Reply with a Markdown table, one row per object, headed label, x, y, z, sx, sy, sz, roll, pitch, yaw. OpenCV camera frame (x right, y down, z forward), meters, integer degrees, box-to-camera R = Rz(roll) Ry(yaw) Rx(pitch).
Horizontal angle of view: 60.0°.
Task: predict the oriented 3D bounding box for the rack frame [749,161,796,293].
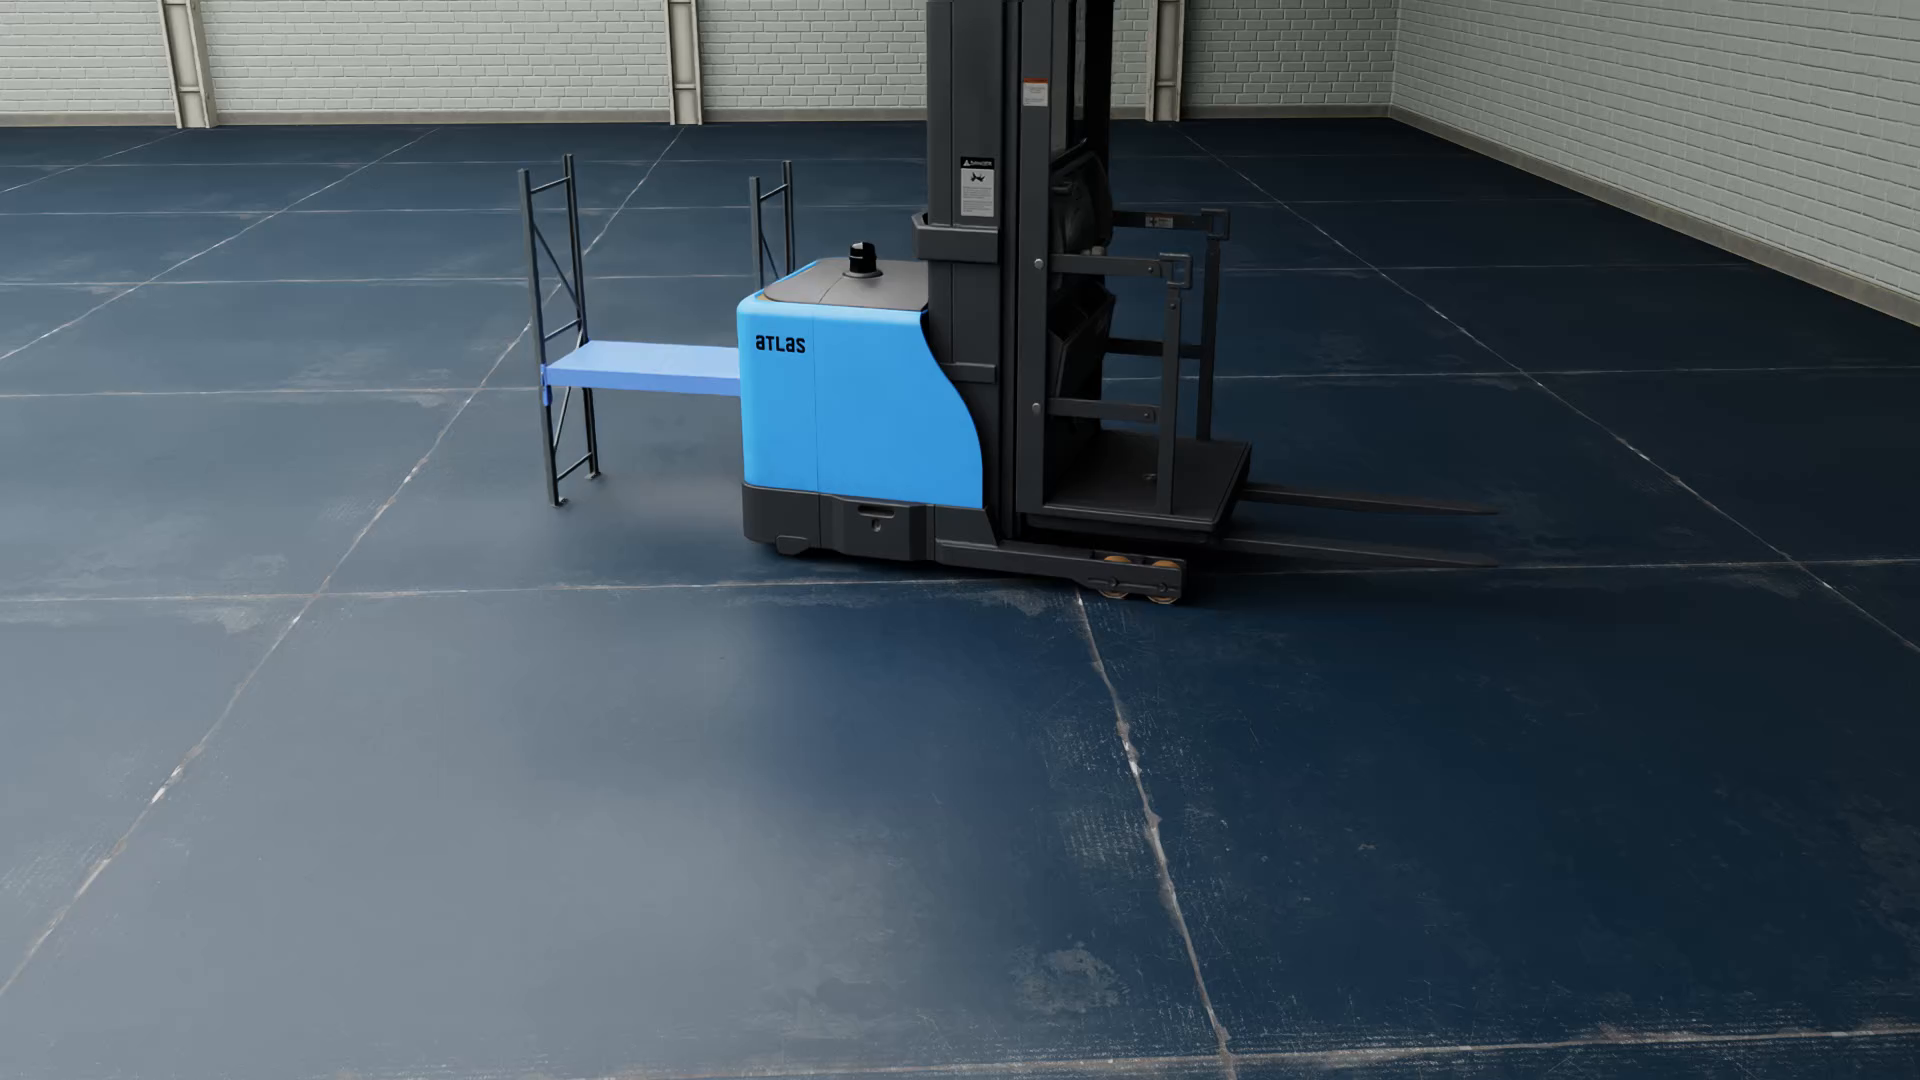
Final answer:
| label | x | y | z | sx | sy | sz | roll | pitch | yaw |
| --- | --- | --- | --- | --- | --- | --- | --- | --- | --- |
| rack frame | -0.797 | -0.866 | 7.288 | 0.032 | 1.500 | 0.500 | 4 | 21 | 11 |

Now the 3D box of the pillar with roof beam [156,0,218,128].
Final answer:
| label | x | y | z | sx | sy | sz | roll | pitch | yaw |
| --- | --- | --- | --- | --- | --- | --- | --- | --- | --- |
| pillar with roof beam | -9.159 | -7.781 | 14.911 | 0.400 | 9.000 | 9.100 | -1 | 21 | -3 |

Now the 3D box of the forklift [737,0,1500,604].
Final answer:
| label | x | y | z | sx | sy | sz | roll | pitch | yaw |
| --- | --- | --- | --- | --- | --- | --- | --- | --- | --- |
| forklift | 0.668 | -1.331 | 6.498 | 3.031 | 2.935 | 1.130 | 6 | 22 | 15 |

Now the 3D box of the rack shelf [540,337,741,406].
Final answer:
| label | x | y | z | sx | sy | sz | roll | pitch | yaw |
| --- | --- | --- | --- | --- | --- | --- | --- | --- | --- |
| rack shelf | -1.296 | -0.734 | 7.446 | 1.000 | 0.185 | 0.538 | 4 | 21 | 11 |

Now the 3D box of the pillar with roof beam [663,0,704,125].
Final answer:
| label | x | y | z | sx | sy | sz | roll | pitch | yaw |
| --- | --- | --- | --- | --- | --- | --- | --- | --- | --- |
| pillar with roof beam | -3.169 | -7.903 | 15.231 | 0.400 | 9.000 | 9.100 | -1 | 21 | -3 |

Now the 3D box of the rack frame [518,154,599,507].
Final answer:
| label | x | y | z | sx | sy | sz | roll | pitch | yaw |
| --- | --- | --- | --- | --- | --- | --- | --- | --- | --- |
| rack frame | -1.794 | -0.938 | 7.476 | 0.032 | 1.500 | 0.500 | 4 | 21 | 11 |

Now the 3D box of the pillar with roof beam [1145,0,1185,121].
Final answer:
| label | x | y | z | sx | sy | sz | roll | pitch | yaw |
| --- | --- | --- | --- | --- | --- | --- | --- | --- | --- |
| pillar with roof beam | 2.821 | -8.025 | 15.552 | 0.400 | 9.000 | 9.100 | -1 | 21 | -3 |

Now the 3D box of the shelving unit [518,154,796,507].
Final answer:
| label | x | y | z | sx | sy | sz | roll | pitch | yaw |
| --- | --- | --- | --- | --- | --- | --- | --- | --- | --- |
| shelving unit | -1.296 | -0.902 | 7.382 | 1.048 | 1.500 | 0.538 | 4 | 21 | 11 |
